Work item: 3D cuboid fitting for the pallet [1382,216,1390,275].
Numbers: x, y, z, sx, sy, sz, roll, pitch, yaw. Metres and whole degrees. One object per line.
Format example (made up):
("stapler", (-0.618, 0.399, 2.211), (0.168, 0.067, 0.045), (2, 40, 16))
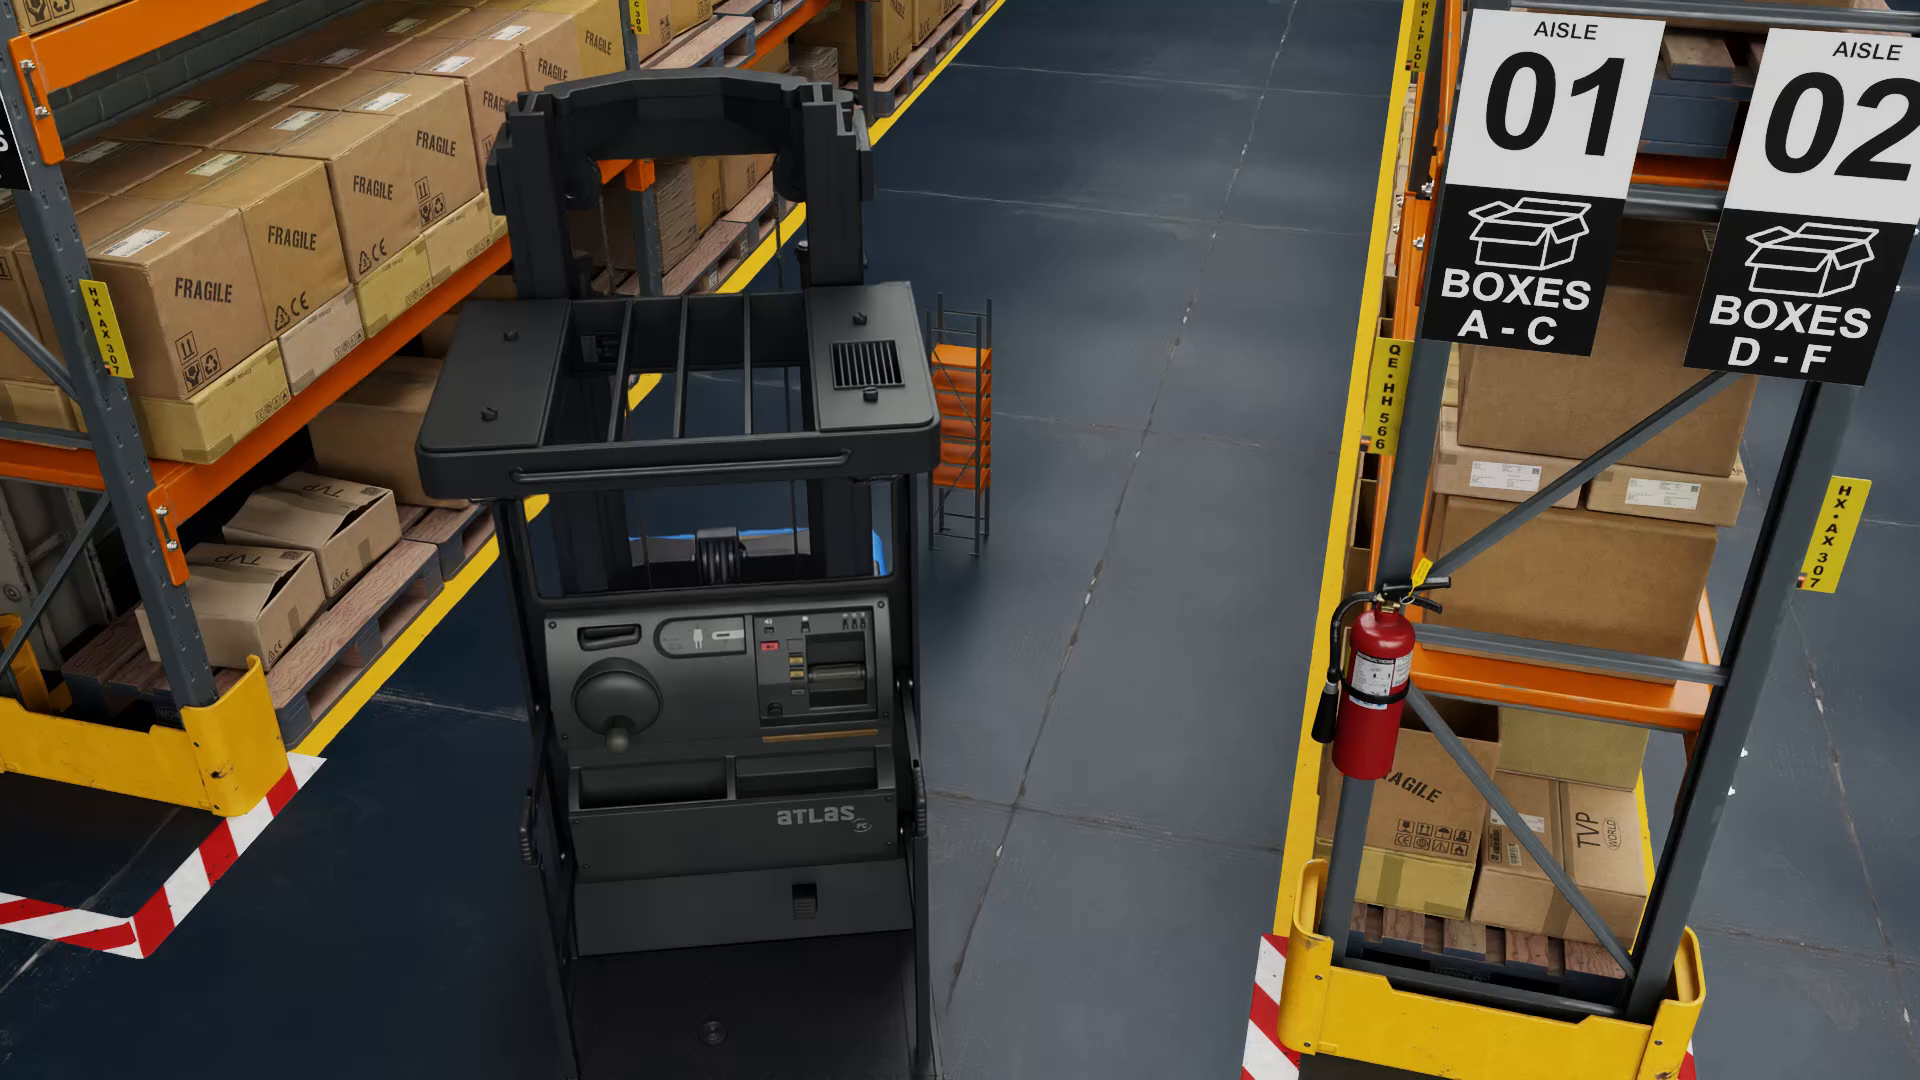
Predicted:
("pallet", (3.079, -1.613, 10.090), (1.003, 0.211, 1.213), (8, 33, 12))

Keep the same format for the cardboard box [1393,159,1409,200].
("cardboard box", (2.834, -2.059, 9.842), (0.500, 0.311, 0.500), (8, 33, 12))

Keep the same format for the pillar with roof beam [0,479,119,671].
("pillar with roof beam", (0.320, -2.790, 3.752), (9.100, 9.000, 0.400), (8, 33, 12))

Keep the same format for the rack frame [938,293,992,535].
("rack frame", (0.020, -0.546, 7.491), (0.240, 1.200, 0.006), (8, 33, 12))

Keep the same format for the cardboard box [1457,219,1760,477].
("cardboard box", (1.751, -0.549, 4.515), (0.700, 0.500, 0.500), (8, 33, 13))

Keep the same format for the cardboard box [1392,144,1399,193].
("cardboard box", (3.094, -2.367, 10.849), (0.500, 0.250, 0.500), (7, 33, 11))

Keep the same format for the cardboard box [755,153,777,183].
("cardboard box", (-1.629, -2.752, 11.203), (0.700, 0.500, 0.500), (8, 33, 12))

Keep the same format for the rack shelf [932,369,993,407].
("rack shelf", (-0.004, -0.664, 7.311), (0.258, 0.103, 0.180), (8, 33, 12))

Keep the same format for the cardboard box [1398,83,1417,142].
("cardboard box", (3.220, -2.864, 11.109), (0.500, 0.311, 0.500), (9, 34, 14))

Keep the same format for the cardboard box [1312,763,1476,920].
("cardboard box", (1.457, 0.973, 5.594), (0.500, 0.250, 0.500), (8, 33, 12))

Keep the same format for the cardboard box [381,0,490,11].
("cardboard box", (-2.492, -2.486, 8.286), (0.500, 0.500, 0.500), (7, 33, 11))

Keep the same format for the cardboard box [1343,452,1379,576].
("cardboard box", (1.823, -0.124, 6.621), (0.500, 0.500, 0.500), (8, 33, 12))

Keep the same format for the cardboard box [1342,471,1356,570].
("cardboard box", (1.948, -0.067, 7.231), (0.500, 0.250, 0.500), (8, 33, 12))

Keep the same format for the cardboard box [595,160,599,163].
("cardboard box", (-1.997, -2.098, 8.375), (0.500, 0.250, 0.500), (8, 33, 12))

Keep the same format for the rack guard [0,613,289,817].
("rack guard", (-3.166, 0.652, 6.259), (1.175, 0.500, 0.348), (8, 33, 12))

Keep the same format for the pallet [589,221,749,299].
("pallet", (-1.974, -1.667, 10.175), (1.003, 0.211, 1.213), (8, 33, 12))

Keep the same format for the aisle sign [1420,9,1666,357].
("aisle sign", (1.306, -0.794, 3.780), (0.394, 0.787, 0.004), (8, 33, 12))

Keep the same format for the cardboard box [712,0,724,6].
("cardboard box", (-1.722, -3.562, 10.054), (0.700, 0.500, 0.500), (13, 35, 19))

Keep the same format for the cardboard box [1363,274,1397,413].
("cardboard box", (2.202, -0.902, 7.846), (0.500, 0.500, 0.500), (8, 33, 12))

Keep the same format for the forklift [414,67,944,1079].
("forklift", (-0.627, 0.418, 4.361), (1.130, 2.935, 3.031), (-3, 33, -5))

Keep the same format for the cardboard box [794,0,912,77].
("cardboard box", (-0.842, -4.149, 13.093), (0.750, 0.750, 0.750), (8, 33, 12))

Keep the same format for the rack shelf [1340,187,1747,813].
("rack shelf", (2.115, -0.426, 6.294), (1.077, 0.370, 4.000), (8, 33, 12))

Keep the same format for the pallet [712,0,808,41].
("pallet", (-1.618, -3.401, 10.483), (1.003, 0.211, 1.213), (8, 33, 12))

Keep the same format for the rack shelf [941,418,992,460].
("rack shelf", (-0.004, -0.461, 7.440), (0.258, 0.103, 0.180), (8, 33, 12))

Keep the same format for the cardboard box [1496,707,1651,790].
("cardboard box", (2.083, 0.468, 5.691), (0.500, 0.500, 0.500), (8, 33, 12))

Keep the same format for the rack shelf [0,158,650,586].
("rack shelf", (-2.678, -1.098, 7.352), (1.077, 0.370, 4.000), (8, 33, 12))

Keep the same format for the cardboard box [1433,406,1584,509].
("cardboard box", (1.520, -0.231, 4.620), (0.380, 0.149, 0.250), (7, 33, 12))

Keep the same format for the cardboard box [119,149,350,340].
("cardboard box", (-2.638, -1.087, 6.087), (0.500, 0.500, 0.500), (8, 33, 13))

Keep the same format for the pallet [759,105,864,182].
("pallet", (-1.355, -2.933, 12.167), (1.003, 0.211, 1.213), (8, 33, 12))

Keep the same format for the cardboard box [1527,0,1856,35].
("cardboard box", (1.757, -1.535, 3.954), (0.797, 0.503, 0.637), (10, 34, 16))

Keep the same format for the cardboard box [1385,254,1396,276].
("cardboard box", (2.448, -1.270, 8.600), (0.500, 0.311, 0.500), (8, 33, 12))

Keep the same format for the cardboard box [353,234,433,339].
("cardboard box", (-2.501, -1.054, 6.733), (0.500, 0.250, 0.500), (8, 33, 12))

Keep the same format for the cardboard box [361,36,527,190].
("cardboard box", (-2.250, -1.894, 7.356), (0.500, 0.500, 0.500), (7, 33, 11))

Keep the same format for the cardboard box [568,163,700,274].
("cardboard box", (-2.000, -1.955, 9.948), (0.700, 0.500, 0.500), (9, 34, 14))

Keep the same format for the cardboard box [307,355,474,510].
("cardboard box", (-2.543, -0.511, 7.678), (0.700, 0.500, 0.500), (6, 33, 9))

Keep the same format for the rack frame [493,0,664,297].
("rack frame", (-2.170, -2.440, 8.791), (1.000, 3.000, 0.127), (8, 33, 12))

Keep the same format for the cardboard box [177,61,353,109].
("cardboard box", (-2.879, -1.689, 7.033), (0.500, 0.500, 0.500), (8, 33, 13))

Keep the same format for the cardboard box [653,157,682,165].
("cardboard box", (-1.891, -2.500, 10.107), (0.500, 0.250, 0.500), (7, 33, 11))

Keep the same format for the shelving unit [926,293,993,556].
("shelving unit", (-0.004, -0.499, 7.416), (0.258, 1.200, 0.189), (8, 33, 12))

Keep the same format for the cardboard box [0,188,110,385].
("cardboard box", (-3.271, -0.899, 5.790), (0.500, 0.500, 0.500), (8, 33, 12))

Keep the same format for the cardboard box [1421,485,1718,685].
("cardboard box", (1.738, 0.026, 4.820), (0.700, 0.500, 0.500), (8, 33, 12))

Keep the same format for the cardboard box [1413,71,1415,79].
("cardboard box", (3.779, -3.759, 12.787), (0.500, 0.500, 0.500), (7, 33, 11))

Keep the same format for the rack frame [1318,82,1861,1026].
("rack frame", (1.607, 0.309, 4.468), (1.000, 3.000, 0.127), (8, 33, 12))

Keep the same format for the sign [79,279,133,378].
("sign", (-2.660, -0.655, 5.178), (0.100, 0.325, 0.005), (8, 33, 12))
